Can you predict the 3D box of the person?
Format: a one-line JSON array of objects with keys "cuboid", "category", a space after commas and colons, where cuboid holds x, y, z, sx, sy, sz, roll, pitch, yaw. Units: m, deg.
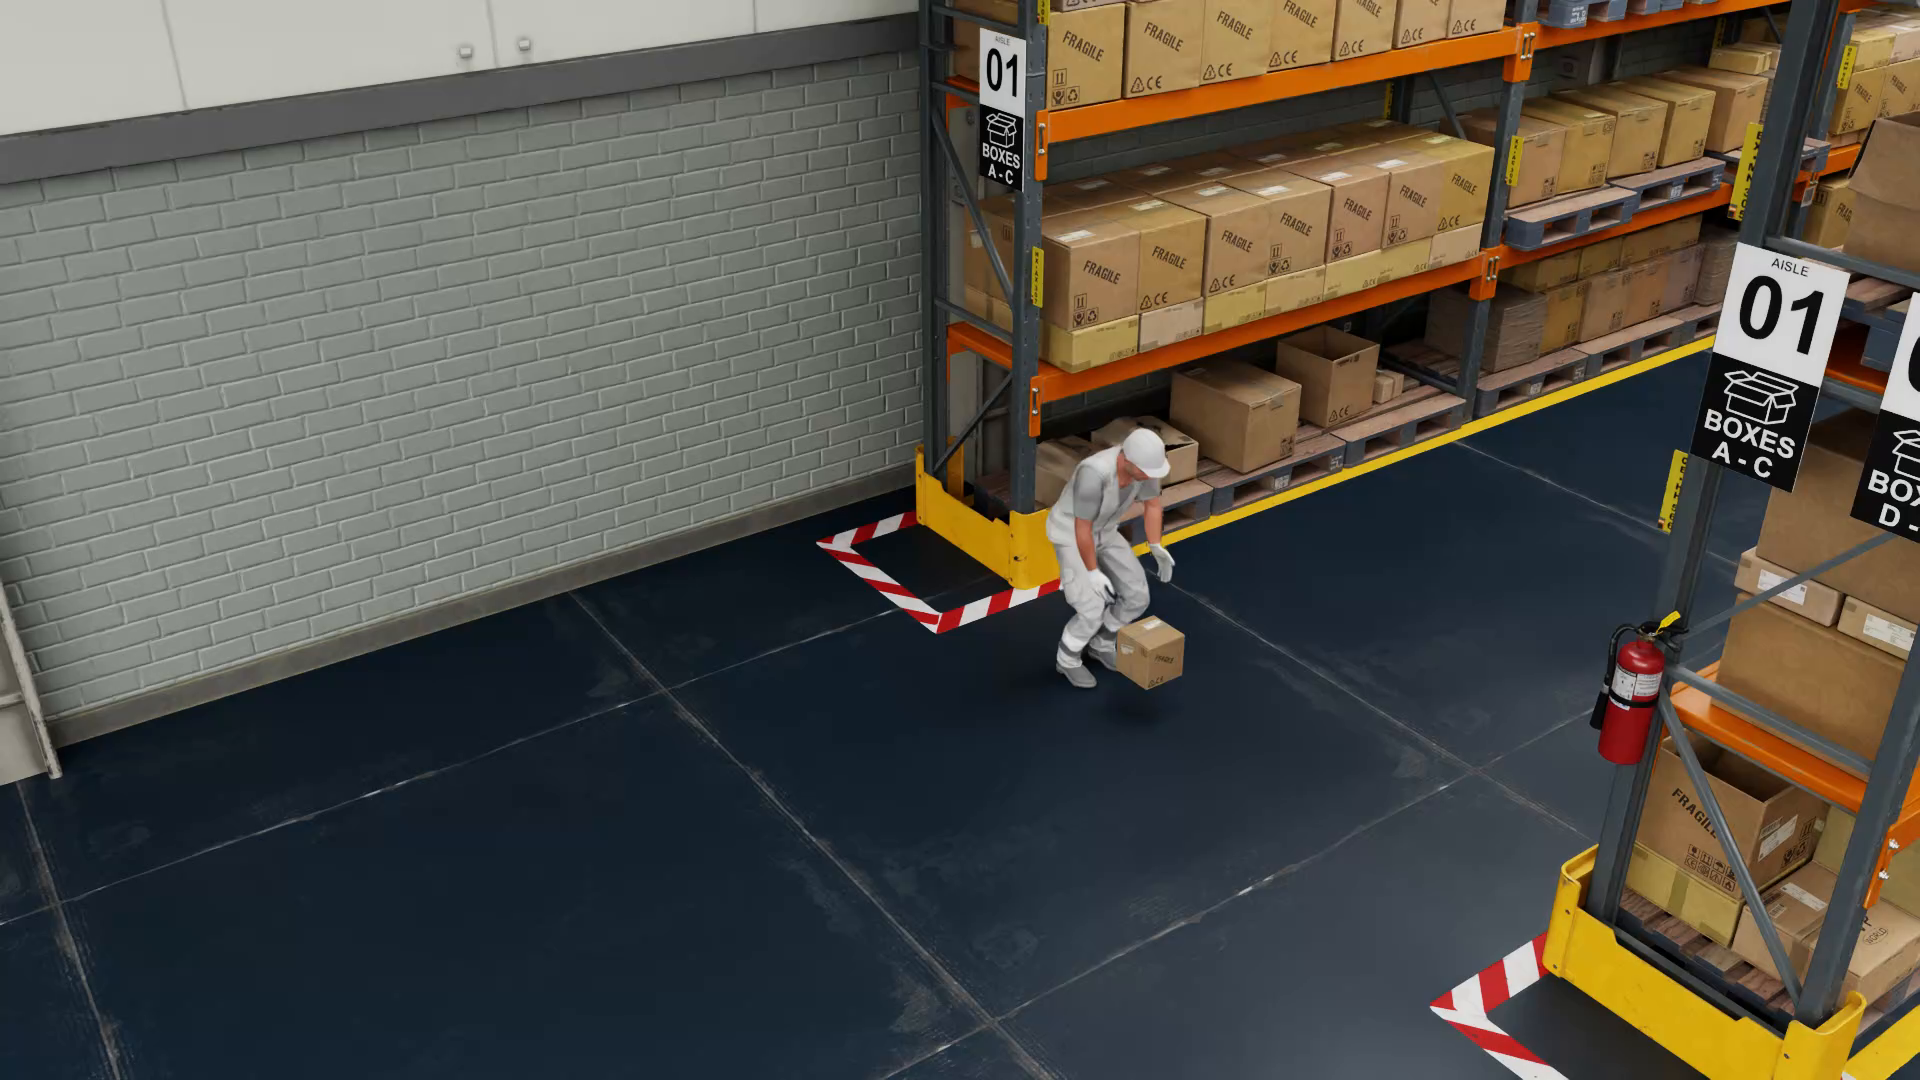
[{"cuboid": [0.797, 0.047, 8.785, 0.579, 1.528, 0.690, -20, 34, -32], "category": "person"}]
